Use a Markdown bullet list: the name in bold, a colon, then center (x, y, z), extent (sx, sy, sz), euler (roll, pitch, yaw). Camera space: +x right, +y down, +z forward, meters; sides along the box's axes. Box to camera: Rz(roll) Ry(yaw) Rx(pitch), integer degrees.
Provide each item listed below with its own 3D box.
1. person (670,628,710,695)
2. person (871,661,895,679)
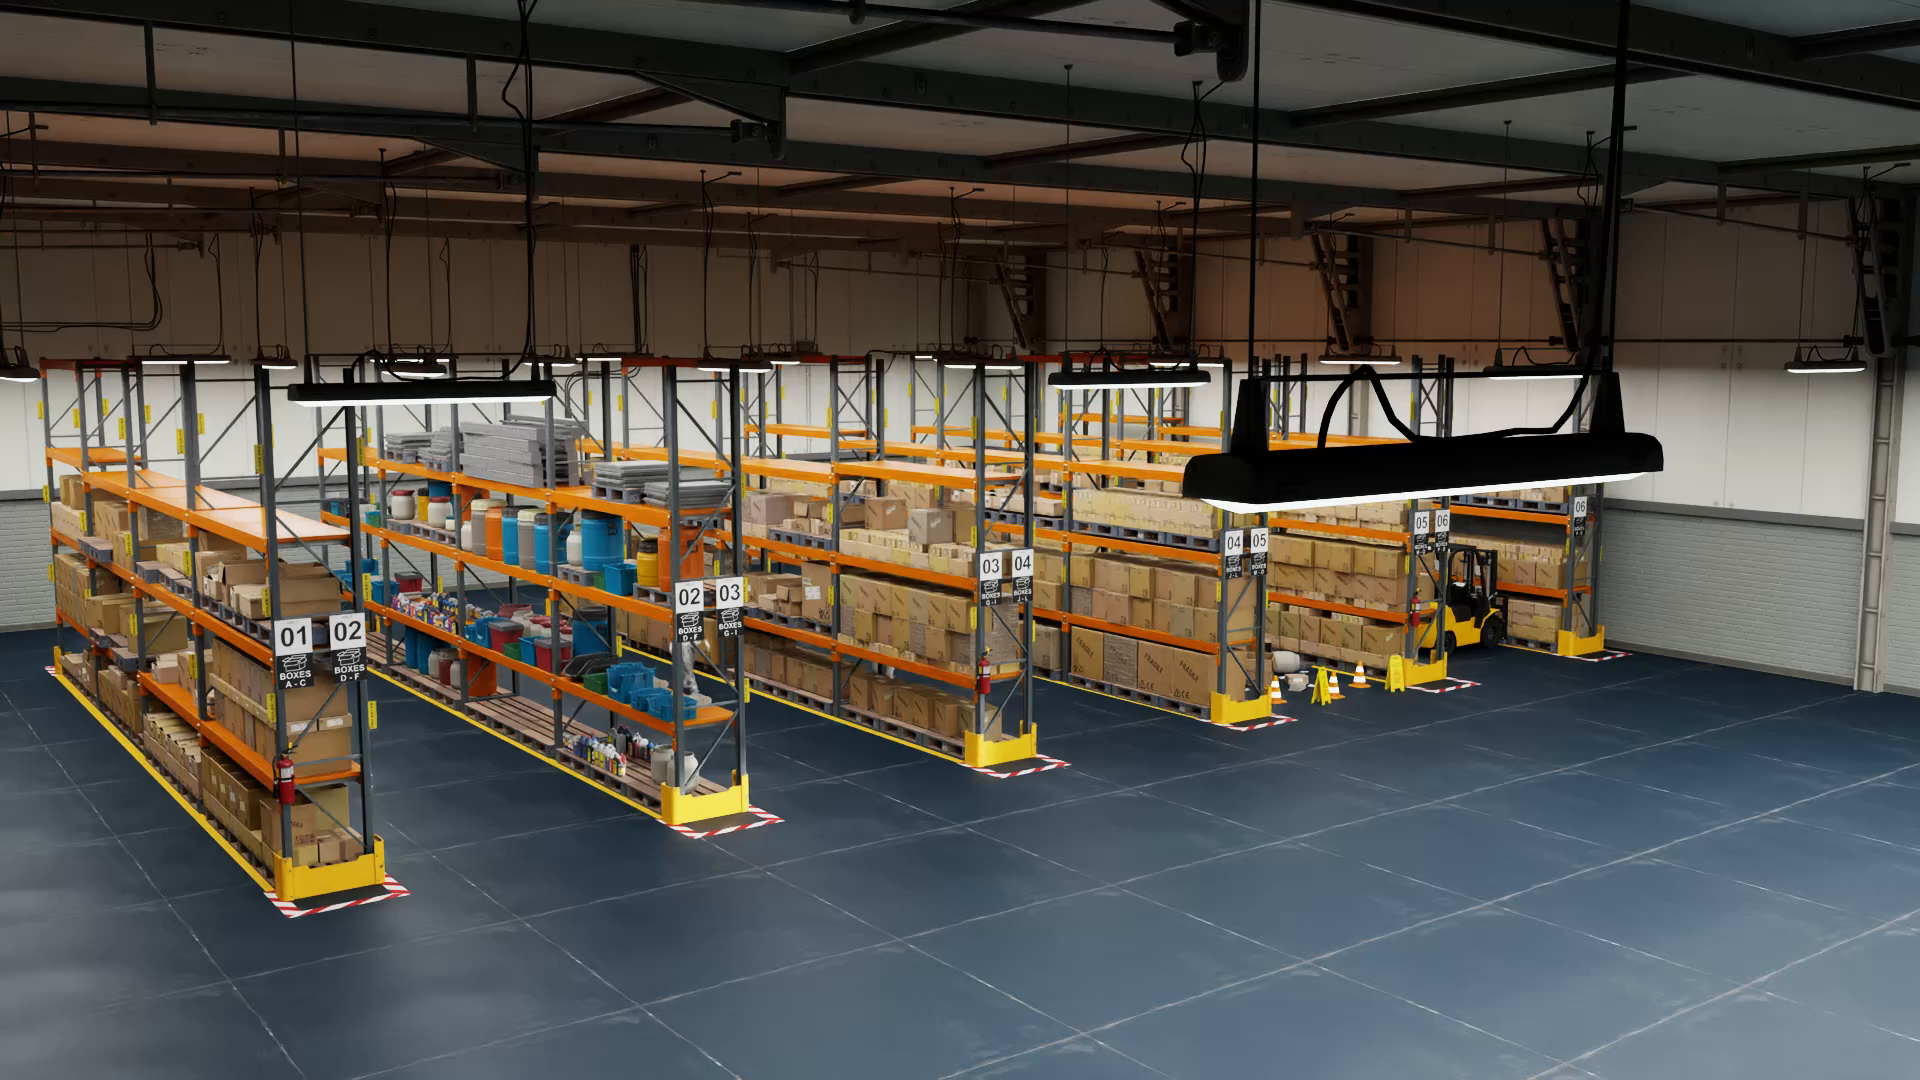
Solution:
- **person**: center (-4.830, 1.869, 29.810), extent (0.643, 1.719, 1.039), euler (-5, 8, -35)
- **person**: center (-1.406, 1.841, 30.194), extent (0.583, 1.748, 0.559), euler (0, 7, -1)
